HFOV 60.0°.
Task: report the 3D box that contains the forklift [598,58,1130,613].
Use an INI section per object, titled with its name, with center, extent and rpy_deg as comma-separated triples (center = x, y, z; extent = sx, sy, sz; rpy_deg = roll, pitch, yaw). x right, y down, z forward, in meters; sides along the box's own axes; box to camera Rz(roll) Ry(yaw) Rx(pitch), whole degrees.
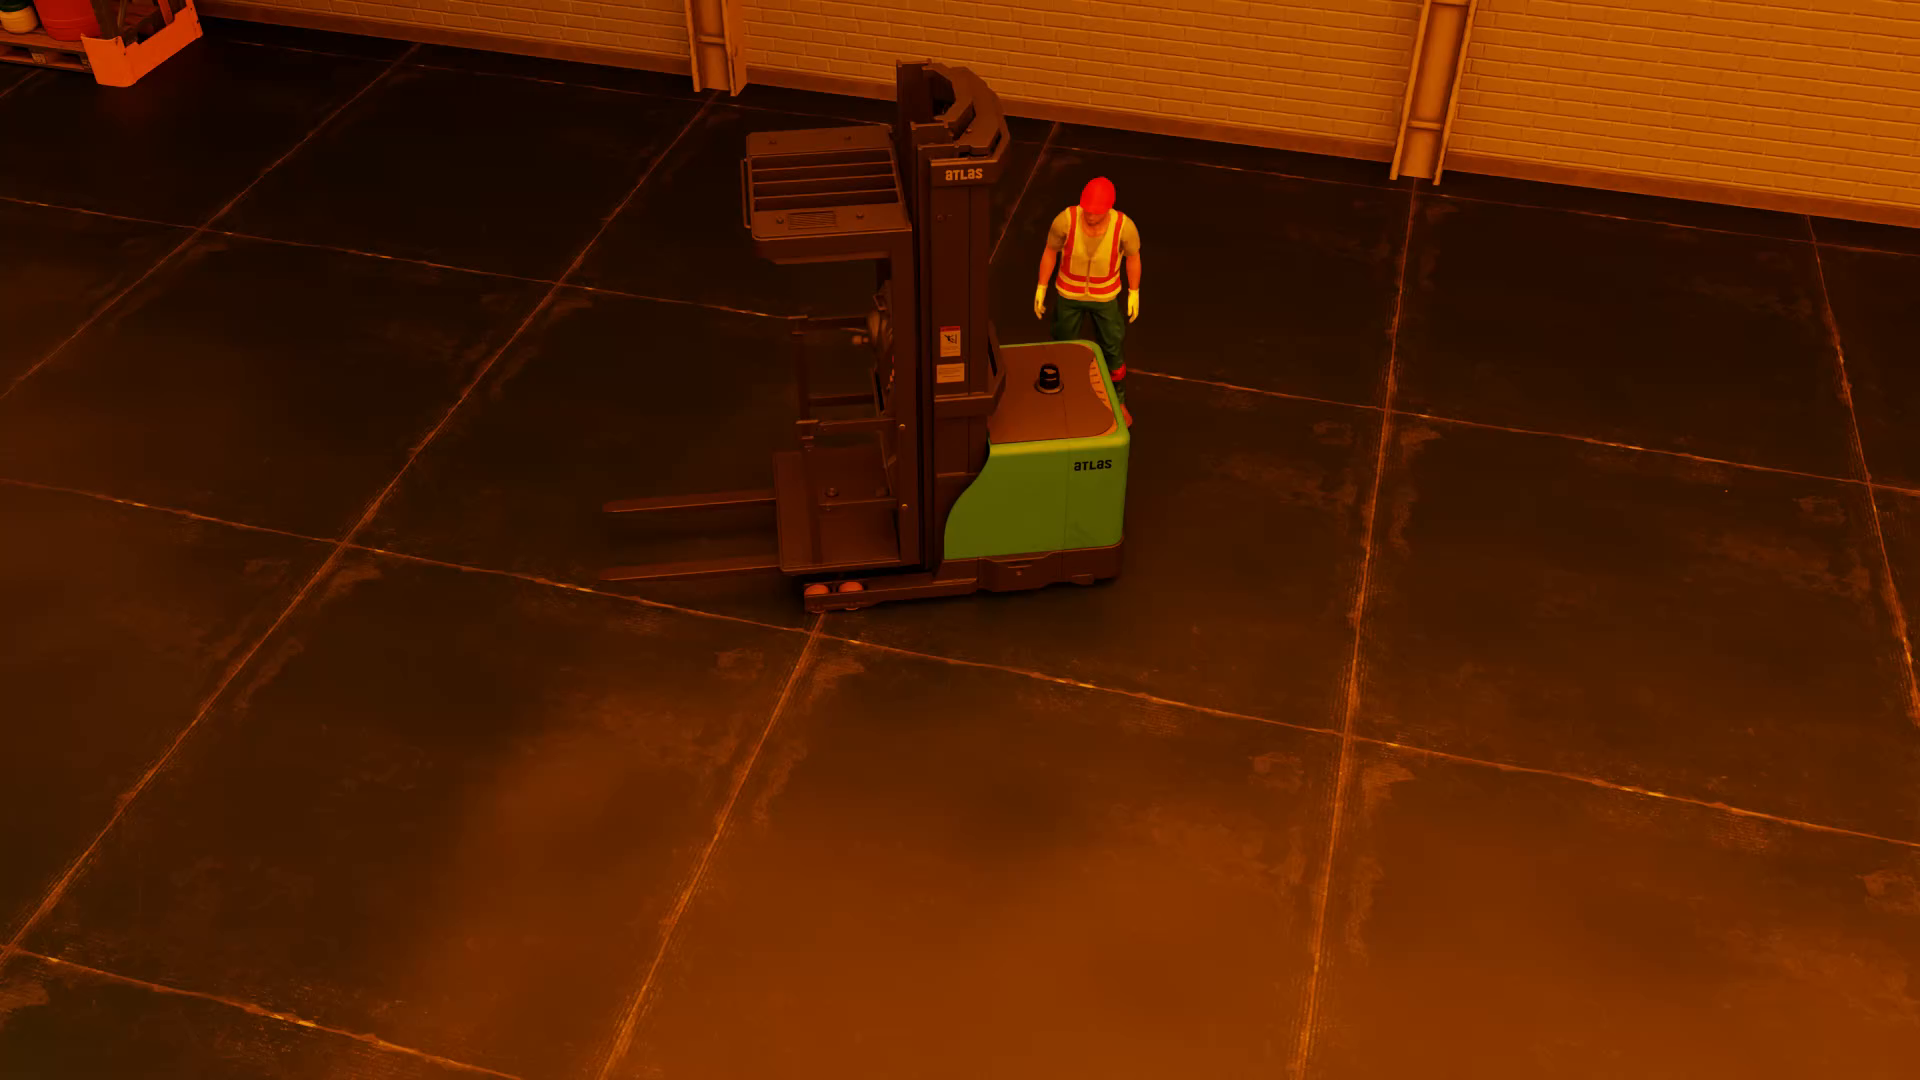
[forklift]
center = -0.604, -1.052, 9.062
extent = 3.031, 2.935, 1.130
rpy_deg = -5, 41, -5

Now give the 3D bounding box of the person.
[person]
center = 0.806, -1.507, 10.456
extent = 0.675, 1.781, 0.471
rpy_deg = 4, 41, 4
